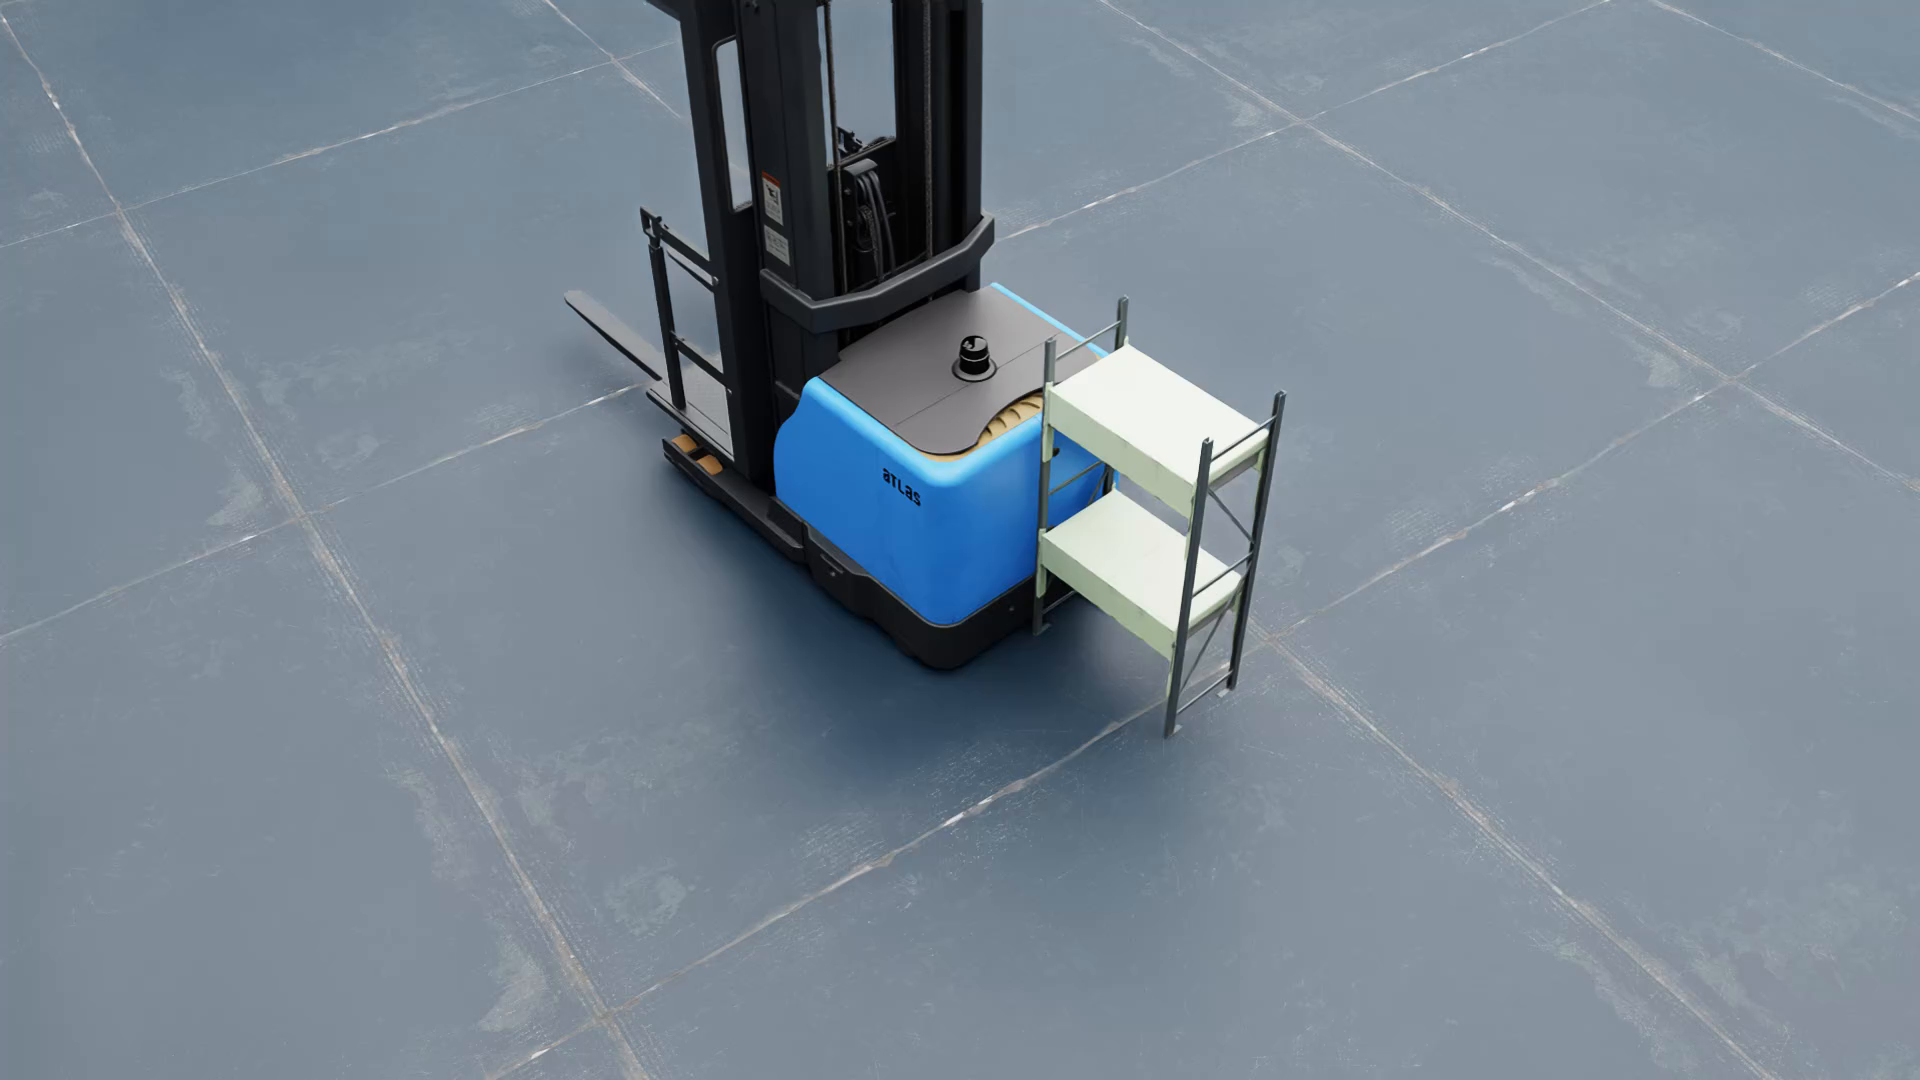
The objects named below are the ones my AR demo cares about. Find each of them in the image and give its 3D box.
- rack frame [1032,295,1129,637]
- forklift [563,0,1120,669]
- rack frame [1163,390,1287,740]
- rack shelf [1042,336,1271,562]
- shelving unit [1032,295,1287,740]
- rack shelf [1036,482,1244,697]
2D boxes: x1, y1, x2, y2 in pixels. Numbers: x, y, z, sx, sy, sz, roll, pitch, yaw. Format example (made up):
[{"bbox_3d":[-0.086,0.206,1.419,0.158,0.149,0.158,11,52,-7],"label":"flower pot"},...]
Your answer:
[{"bbox_3d":[0.453,-0.243,6.409,0.400,1.500,0.023,-32,52,-29],"label":"rack frame"},{"bbox_3d":[-0.693,-1.485,6.673,1.130,2.935,3.031,-32,52,-29],"label":"forklift"},{"bbox_3d":[0.942,0.133,6.015,0.400,1.500,0.023,-32,52,-29],"label":"rack frame"},{"bbox_3d":[0.698,-0.337,5.943,0.431,0.370,0.720,-32,52,-29],"label":"rack shelf"},{"bbox_3d":[0.698,-0.055,6.212,0.431,1.500,0.755,-32,52,-29],"label":"shelving unit"},{"bbox_3d":[0.698,0.181,6.437,0.431,0.370,0.720,-32,52,-29],"label":"rack shelf"}]
